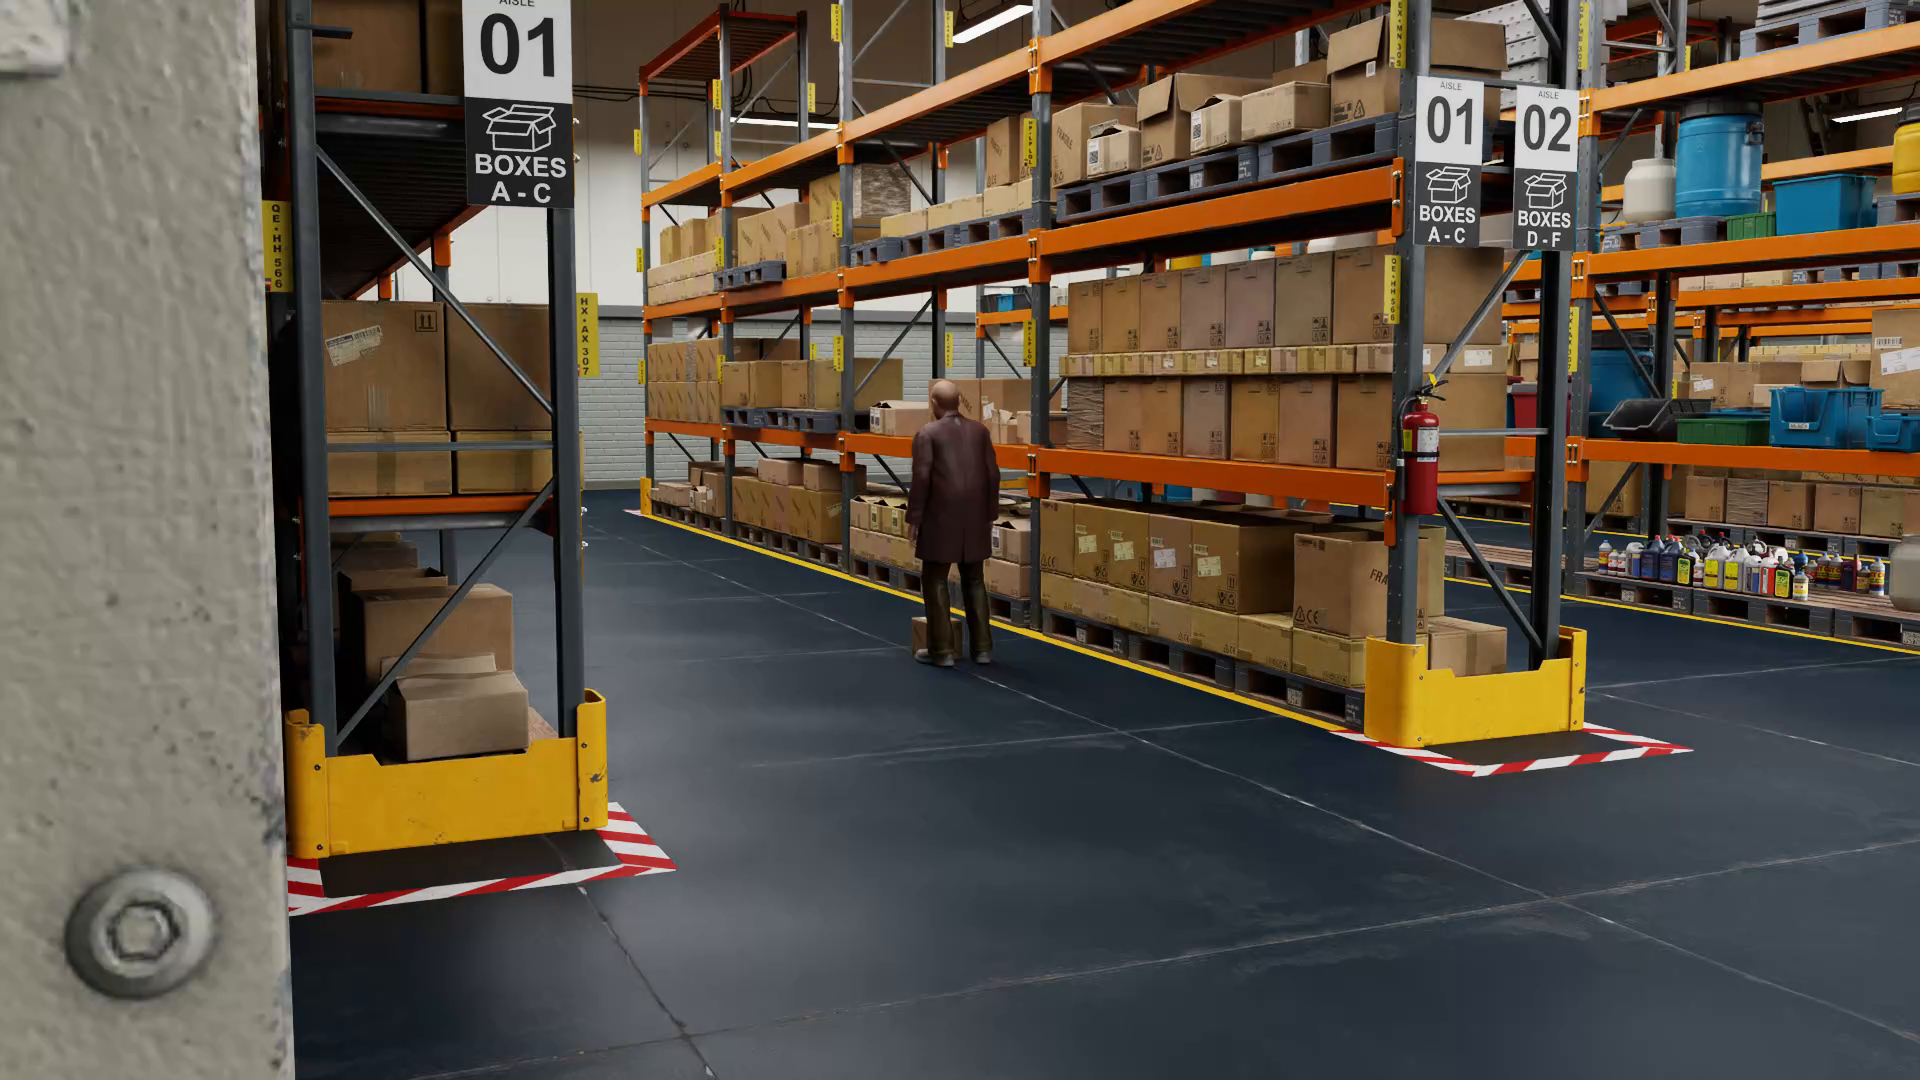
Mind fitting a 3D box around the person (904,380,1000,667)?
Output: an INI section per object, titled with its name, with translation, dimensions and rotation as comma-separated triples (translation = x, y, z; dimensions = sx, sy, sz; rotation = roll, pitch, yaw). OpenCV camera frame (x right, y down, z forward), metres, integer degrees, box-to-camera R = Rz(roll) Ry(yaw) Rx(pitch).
[person]
translation = -0.051, -0.107, 10.387
dimensions = 0.647, 1.772, 0.429
rotation = -3, 6, -27
